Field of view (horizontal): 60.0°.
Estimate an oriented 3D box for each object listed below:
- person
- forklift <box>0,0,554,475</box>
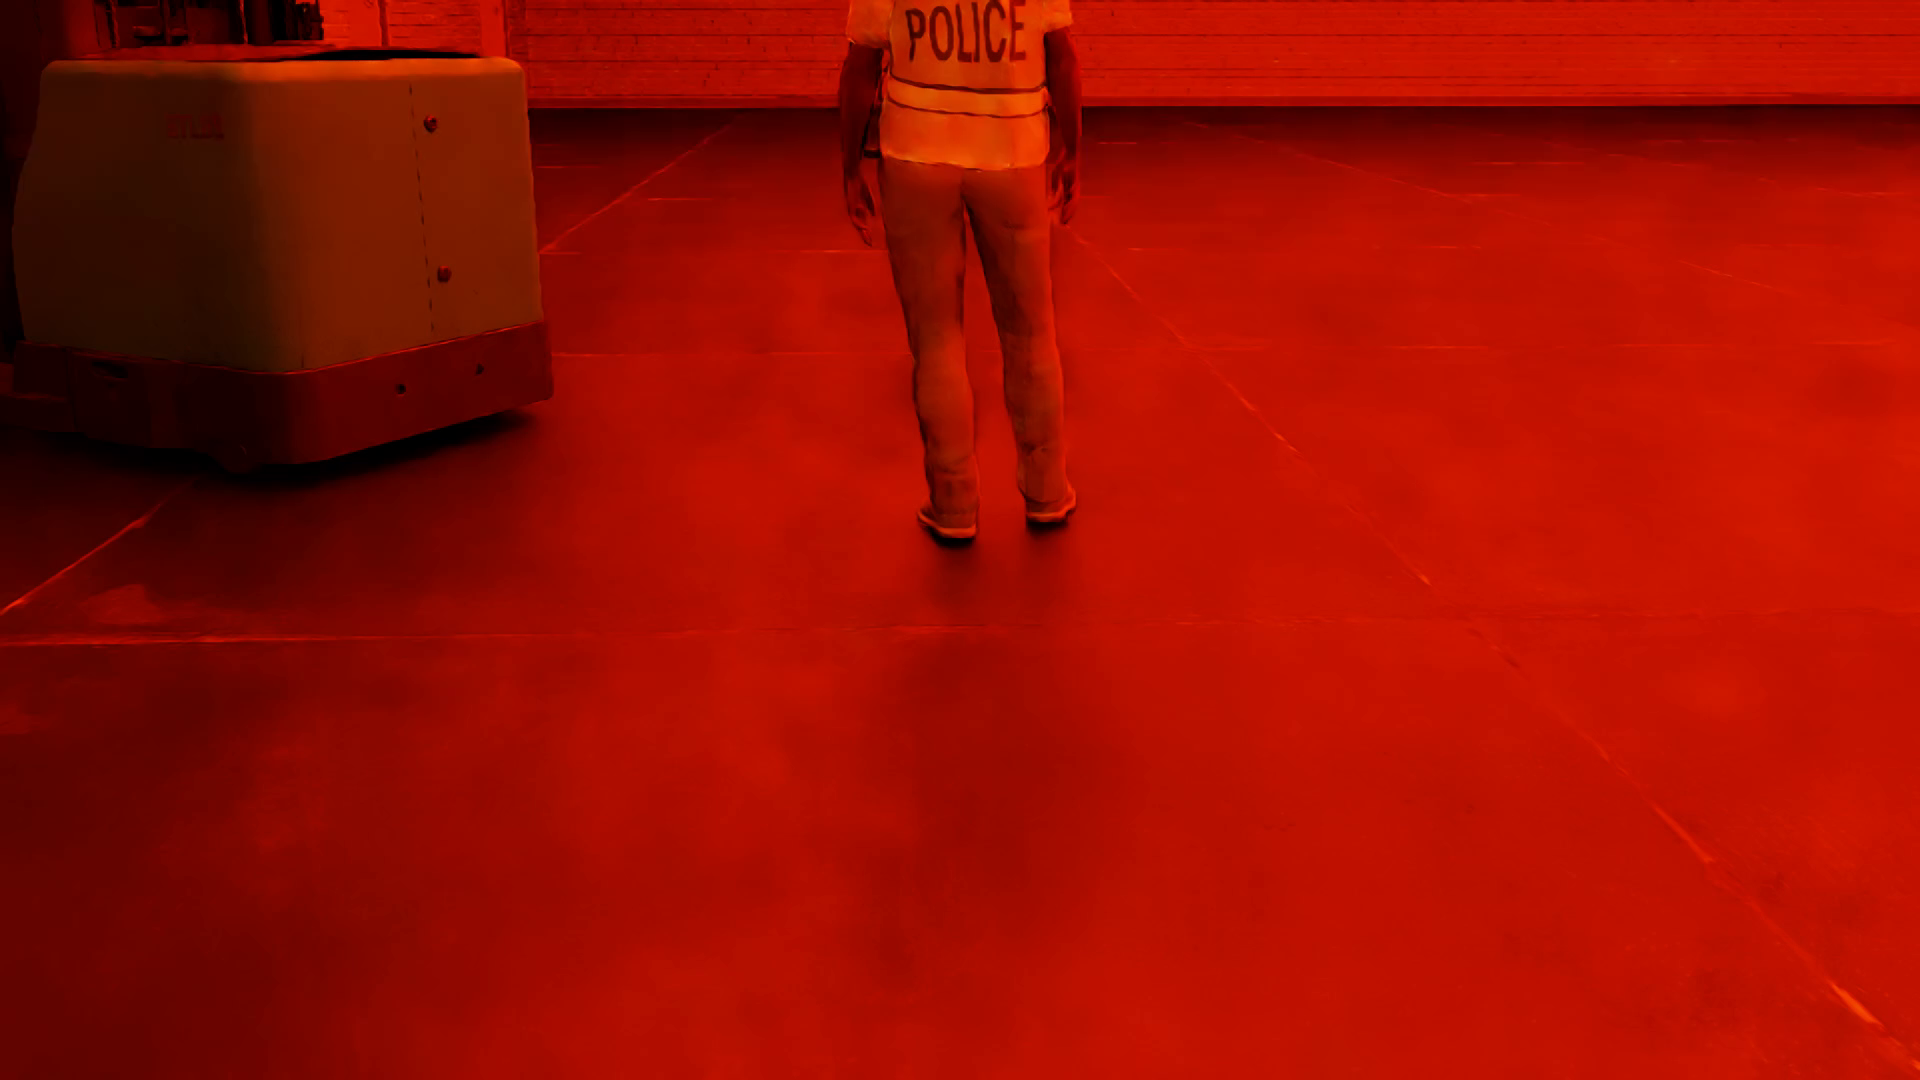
[{"bbox_3d":[0.016,-0.839,3.740,0.570,1.695,0.530,-1,17,-3],"label":"person"},{"bbox_3d":[-2.797,-1.860,4.987,3.031,2.935,1.130,9,19,27],"label":"forklift"}]
